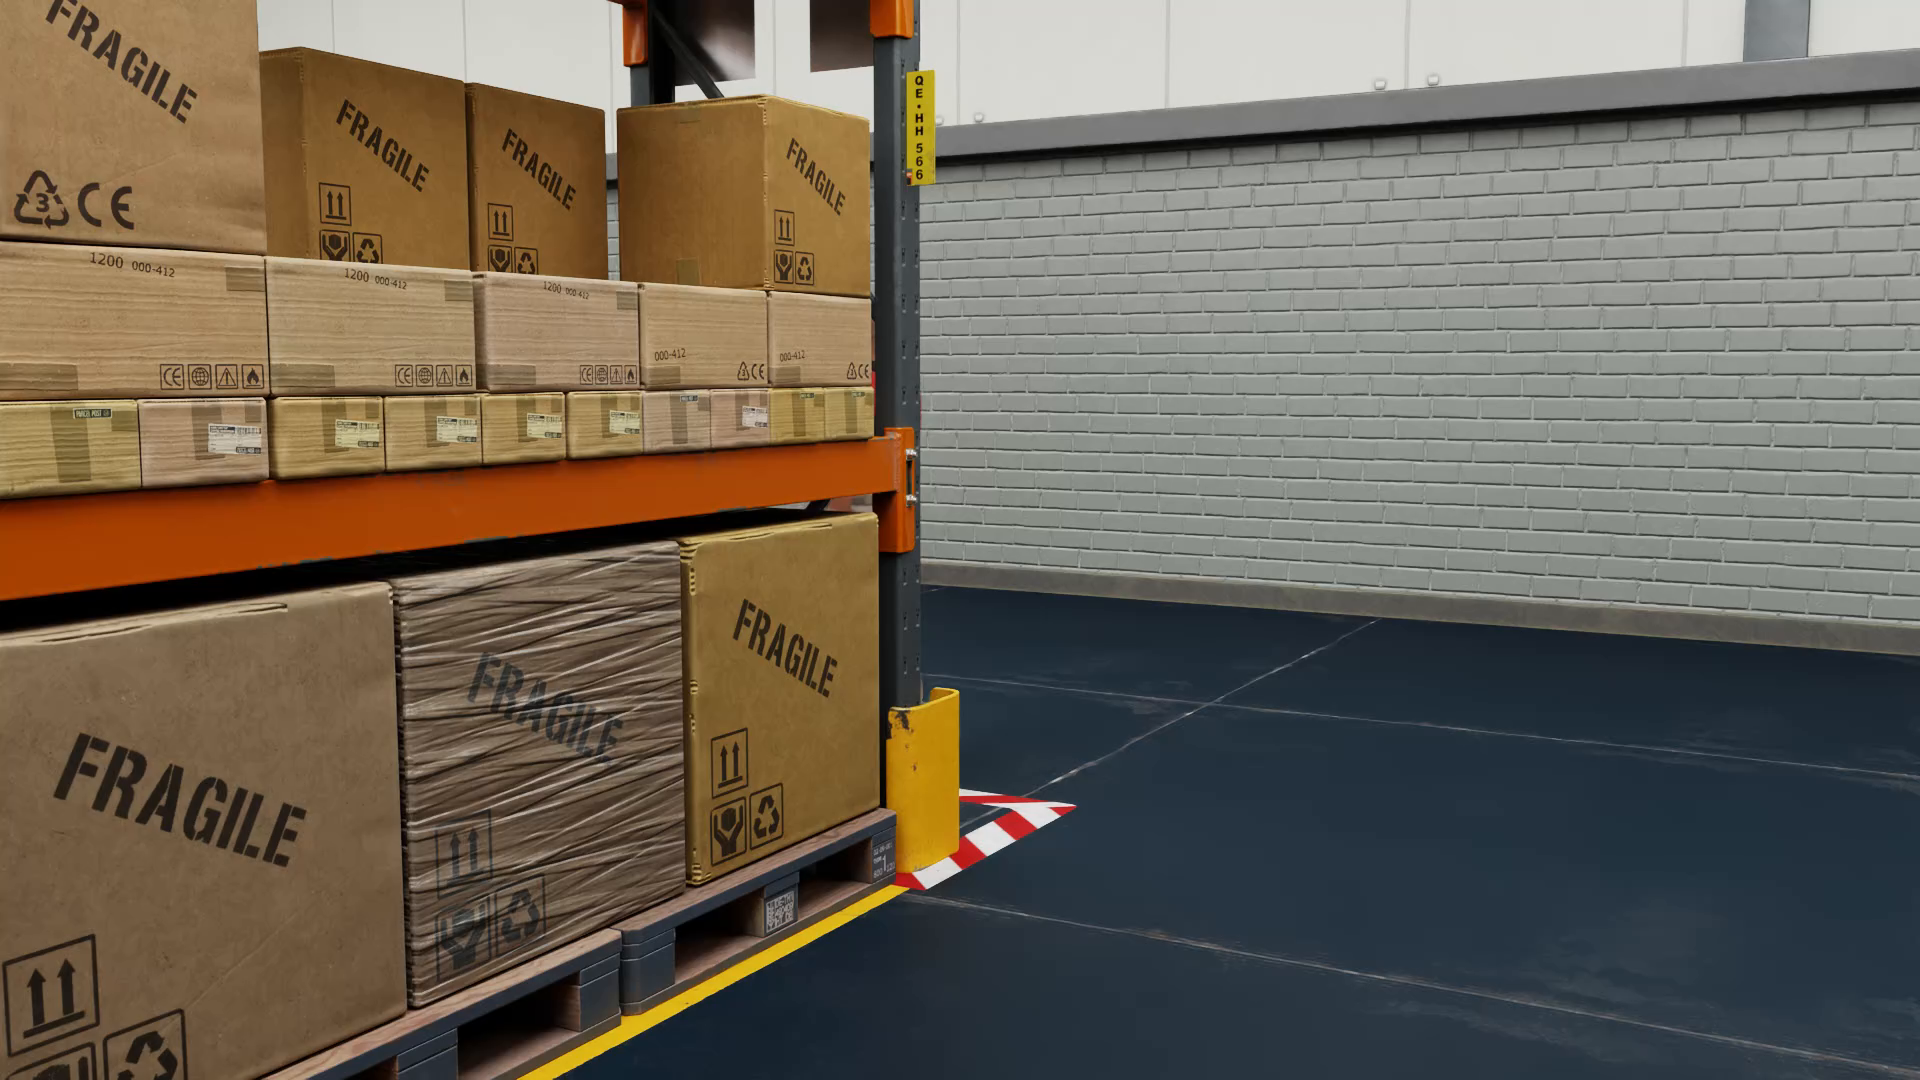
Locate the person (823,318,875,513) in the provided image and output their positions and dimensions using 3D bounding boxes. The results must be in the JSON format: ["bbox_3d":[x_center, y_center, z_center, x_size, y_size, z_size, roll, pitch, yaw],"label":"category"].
[{"bbox_3d":[-0.390,0.012,6.331,0.370,1.764,0.527,3,6,23],"label":"person"}]
